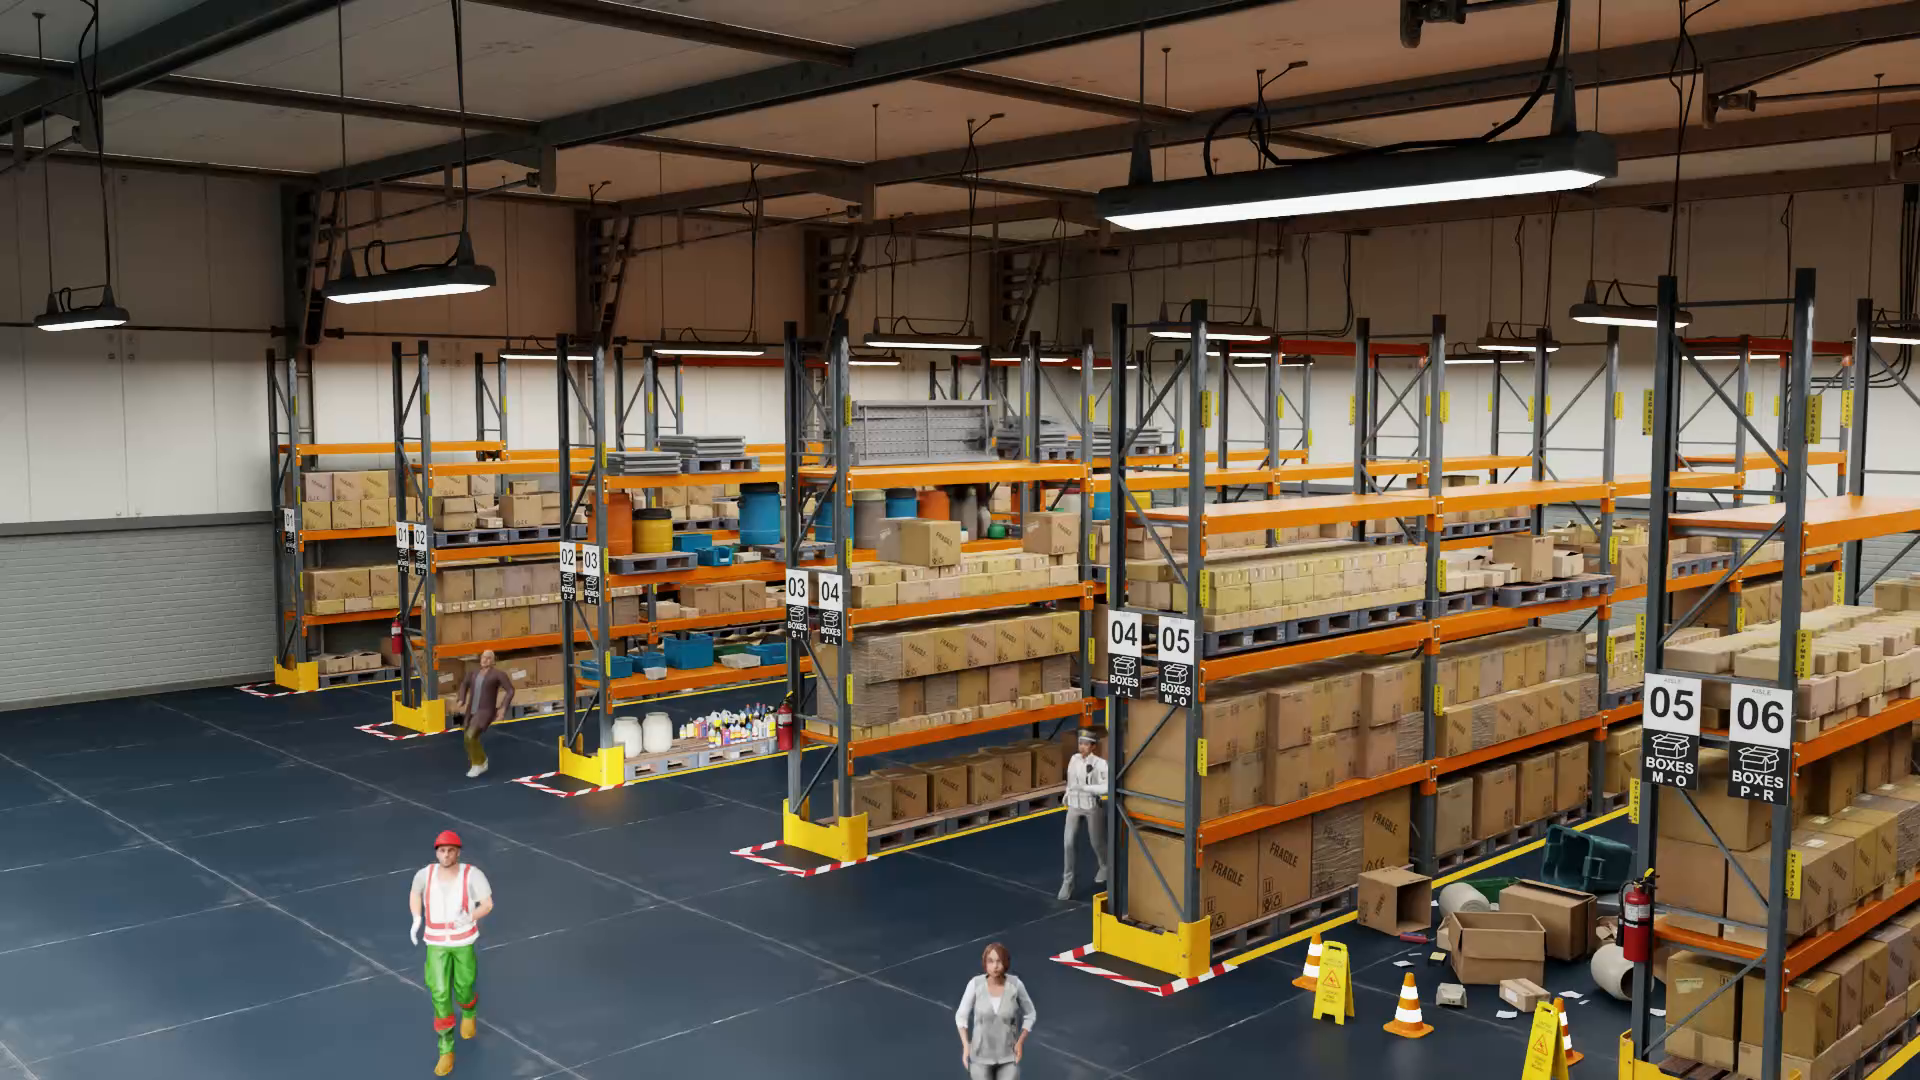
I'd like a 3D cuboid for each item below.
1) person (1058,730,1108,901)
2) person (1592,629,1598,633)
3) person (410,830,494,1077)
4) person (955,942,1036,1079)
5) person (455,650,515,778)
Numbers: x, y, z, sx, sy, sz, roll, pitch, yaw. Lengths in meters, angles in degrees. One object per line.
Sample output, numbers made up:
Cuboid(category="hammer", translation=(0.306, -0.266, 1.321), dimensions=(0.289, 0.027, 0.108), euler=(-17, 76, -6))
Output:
Cuboid(category="person", translation=(1.307, 2.812, 17.277), dimensions=(0.593, 1.727, 0.837), euler=(3, 6, 31))
Cuboid(category="person", translation=(9.824, 2.172, 25.398), dimensions=(0.650, 1.655, 0.581), euler=(-4, 6, -36))
Cuboid(category="person", translation=(-3.969, 3.142, 12.968), dimensions=(0.651, 1.793, 0.858), euler=(-1, 5, -9))
Cuboid(category="person", translation=(0.240, 3.442, 11.111), dimensions=(0.542, 1.563, 0.587), euler=(0, 5, 0))
Cuboid(category="person", translation=(-6.512, 2.411, 22.562), dimensions=(0.768, 1.657, 0.617), euler=(2, 5, 25))
